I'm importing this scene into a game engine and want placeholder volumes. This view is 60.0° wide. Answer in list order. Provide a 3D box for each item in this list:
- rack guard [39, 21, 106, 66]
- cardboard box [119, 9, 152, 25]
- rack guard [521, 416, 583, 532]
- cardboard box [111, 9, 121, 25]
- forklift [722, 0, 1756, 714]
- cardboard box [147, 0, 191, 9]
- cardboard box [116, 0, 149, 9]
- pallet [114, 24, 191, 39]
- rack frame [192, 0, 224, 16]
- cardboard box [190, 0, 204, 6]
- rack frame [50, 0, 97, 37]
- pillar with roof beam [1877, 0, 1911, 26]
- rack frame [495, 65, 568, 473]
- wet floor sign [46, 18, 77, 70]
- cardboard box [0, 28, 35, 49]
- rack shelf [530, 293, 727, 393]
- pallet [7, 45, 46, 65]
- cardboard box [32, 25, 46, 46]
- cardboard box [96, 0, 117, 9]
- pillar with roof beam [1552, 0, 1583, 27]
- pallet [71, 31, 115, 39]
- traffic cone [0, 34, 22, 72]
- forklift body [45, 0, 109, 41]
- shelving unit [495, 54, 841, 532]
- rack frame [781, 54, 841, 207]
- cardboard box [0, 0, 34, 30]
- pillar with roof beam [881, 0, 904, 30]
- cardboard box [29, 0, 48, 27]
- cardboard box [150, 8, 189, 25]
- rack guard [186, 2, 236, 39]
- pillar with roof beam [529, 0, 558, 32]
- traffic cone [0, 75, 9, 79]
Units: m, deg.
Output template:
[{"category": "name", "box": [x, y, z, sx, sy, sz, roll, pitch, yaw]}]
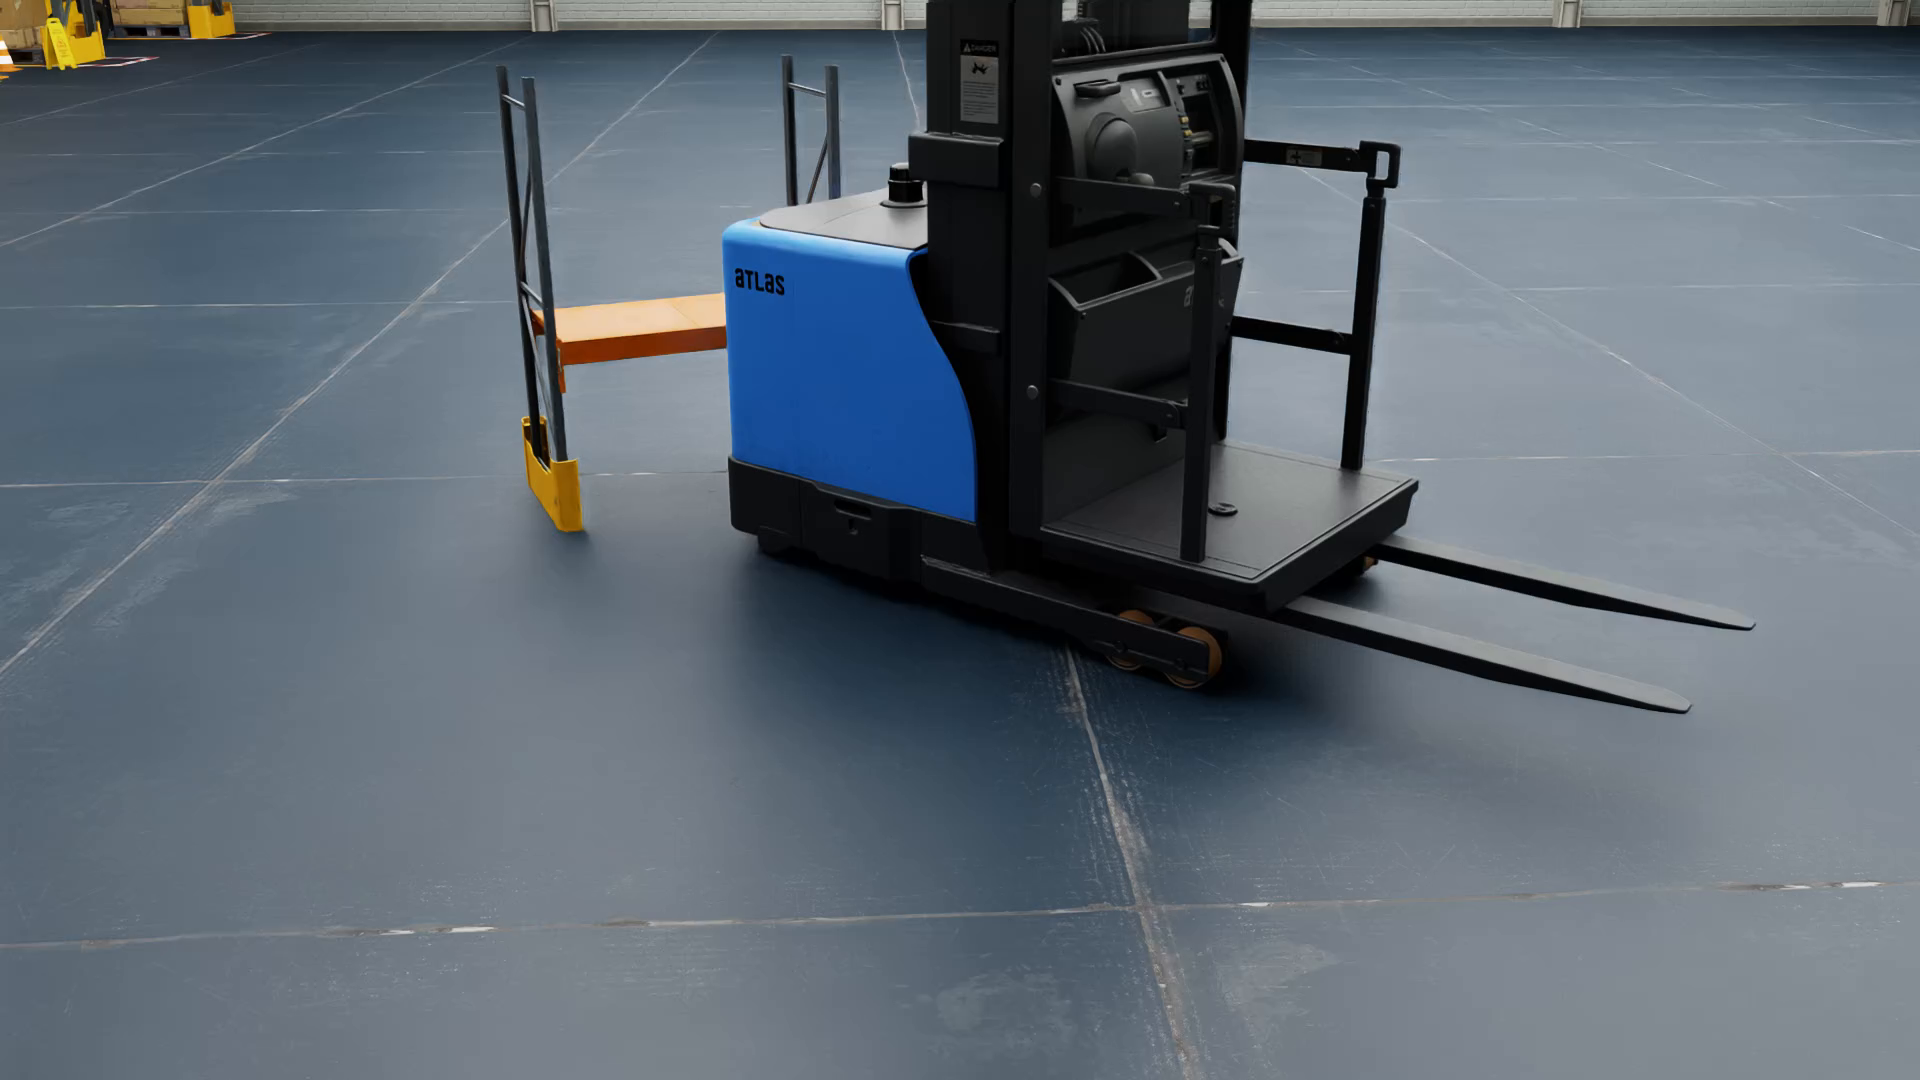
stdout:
[{"category": "rack guard", "box": [-12.197, -6.835, 22.872, 0.348, 0.500, 1.175, -1, 21, -3]}, {"category": "cardboard box", "box": [-13.356, -8.551, 27.139, 0.500, 0.250, 0.500, -1, 21, -3]}, {"category": "rack guard", "box": [-1.452, -0.242, 5.907, 0.087, 0.250, 0.587, -9, 23, -23]}, {"category": "cardboard box", "box": [-13.856, -8.544, 27.121, 0.500, 0.250, 0.500, -1, 21, -2]}, {"category": "forklift", "box": [0.713, -1.176, 4.590, 3.031, 2.935, 1.130, 15, 26, 35]}, {"category": "cardboard box", "box": [-12.876, -8.792, 27.070, 0.500, 0.250, 0.500, -1, 21, -4]}, {"category": "cardboard box", "box": [-13.377, -8.786, 27.053, 0.500, 0.250, 0.500, -1, 21, -4]}, {"category": "pallet", "box": [-13.169, -8.435, 27.478, 1.213, 0.211, 1.003, -1, 21, -3]}, {"category": "rack frame", "box": [-12.408, -9.768, 27.062, 0.127, 3.000, 1.000, -1, 21, -3]}, {"category": "cardboard box", "box": [-12.889, -8.977, 27.556, 0.500, 0.250, 0.500, -1, 21, -2]}, {"category": "rack frame", "box": [-12.121, -8.005, 22.431, 0.127, 3.000, 1.000, -1, 21, -3]}, {"category": "pillar with roof beam", "box": [17.042, -11.958, 24.382, 0.400, 9.000, 9.100, -1, 21, -3]}, {"category": "rack frame", "box": [-1.453, -0.826, 5.684, 0.032, 1.500, 0.500, -9, 23, -23]}, {"category": "wet floor sign", "box": [-11.870, -6.528, 21.862, 0.232, 0.644, 0.267, 6, 22, 16]}, {"category": "cardboard box", "box": [-12.936, -6.804, 22.550, 0.500, 0.250, 0.500, -1, 21, -3]}, {"category": "rack shelf", "box": [-0.991, -0.734, 5.946, 1.000, 0.185, 0.538, -9, 23, -23]}, {"category": "pallet", "box": [-13.010, -6.696, 22.913, 1.213, 0.211, 1.003, -1, 21, -3]}, {"category": "cardboard box", "box": [-12.942, -6.998, 23.060, 0.500, 0.250, 0.500, -1, 21, -3]}, {"category": "cardboard box", "box": [-13.892, -8.768, 27.006, 0.500, 0.250, 0.500, -2, 21, -4]}, {"category": "pillar with roof beam", "box": [11.052, -11.836, 24.062, 0.400, 9.000, 9.100, -1, 21, -3]}, {"category": "pallet", "box": [-14.384, -8.411, 27.416, 1.213, 0.211, 1.003, -1, 21, -3]}, {"category": "traffic cone", "box": [-12.476, -6.352, 21.656, 0.334, 0.463, 0.336, -1, 21, -3]}, {"category": "forklift body", "box": [-14.197, -8.685, 25.410, 1.214, 2.155, 2.313, -1, 21, -3]}, {"category": "shelving unit", "box": [-1.000, -0.901, 5.879, 1.083, 1.500, 0.587, -9, 23, -23]}, {"category": "rack frame", "box": [-0.530, -0.978, 6.081, 0.032, 1.500, 0.500, -9, 23, -23]}, {"category": "cardboard box", "box": [-12.906, -7.158, 22.426, 0.500, 0.500, 0.500, -1, 21, -3]}, {"category": "pillar with roof beam", "box": [-0.928, -11.592, 23.422, 0.400, 9.000, 9.100, -1, 21, -3]}, {"category": "cardboard box", "box": [-12.966, -7.348, 22.925, 0.500, 0.500, 0.500, -2, 21, -5]}, {"category": "cardboard box", "box": [-12.859, -8.558, 27.157, 0.500, 0.250, 0.500, -1, 21, -3]}, {"category": "rack guard", "box": [-12.384, -8.600, 27.508, 0.348, 0.500, 1.175, -1, 21, -3]}, {"category": "pillar with roof beam", "box": [-6.918, -11.470, 23.102, 0.400, 9.000, 9.100, -1, 21, -3]}, {"category": "traffic cone", "box": [-12.074, -5.965, 20.638, 0.334, 0.463, 0.336, -1, 21, -3]}]
